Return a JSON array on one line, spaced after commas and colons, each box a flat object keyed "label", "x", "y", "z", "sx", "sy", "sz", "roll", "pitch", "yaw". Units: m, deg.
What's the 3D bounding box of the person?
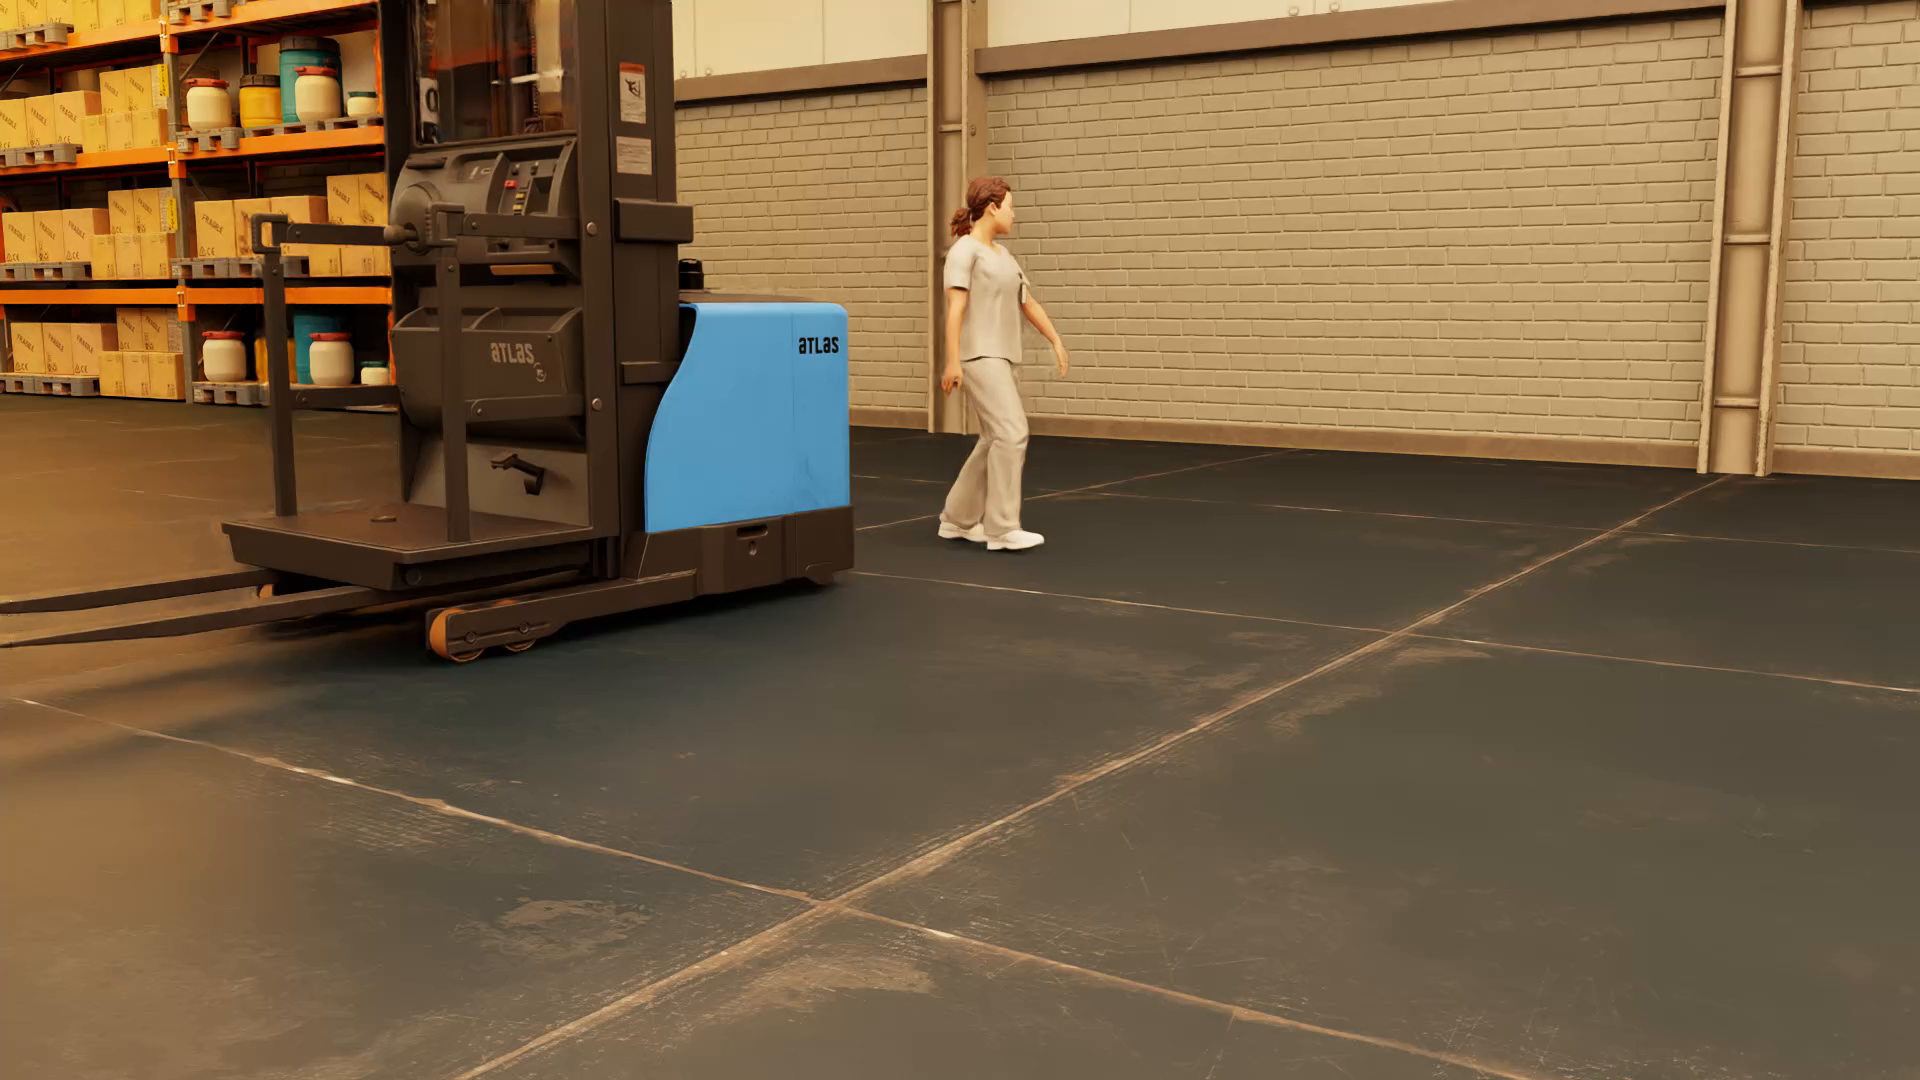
[{"label": "person", "x": 0.157, "y": -0.783, "z": 7.361, "sx": 0.652, "sy": 1.626, "sz": 0.556, "roll": 4, "pitch": 9, "yaw": 25}]

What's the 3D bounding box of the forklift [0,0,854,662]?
[{"label": "forklift", "x": -1.723, "y": -1.161, "z": 5.354, "sx": 1.130, "sy": 2.935, "sz": 3.031, "roll": 7, "pitch": 10, "yaw": 39}]
